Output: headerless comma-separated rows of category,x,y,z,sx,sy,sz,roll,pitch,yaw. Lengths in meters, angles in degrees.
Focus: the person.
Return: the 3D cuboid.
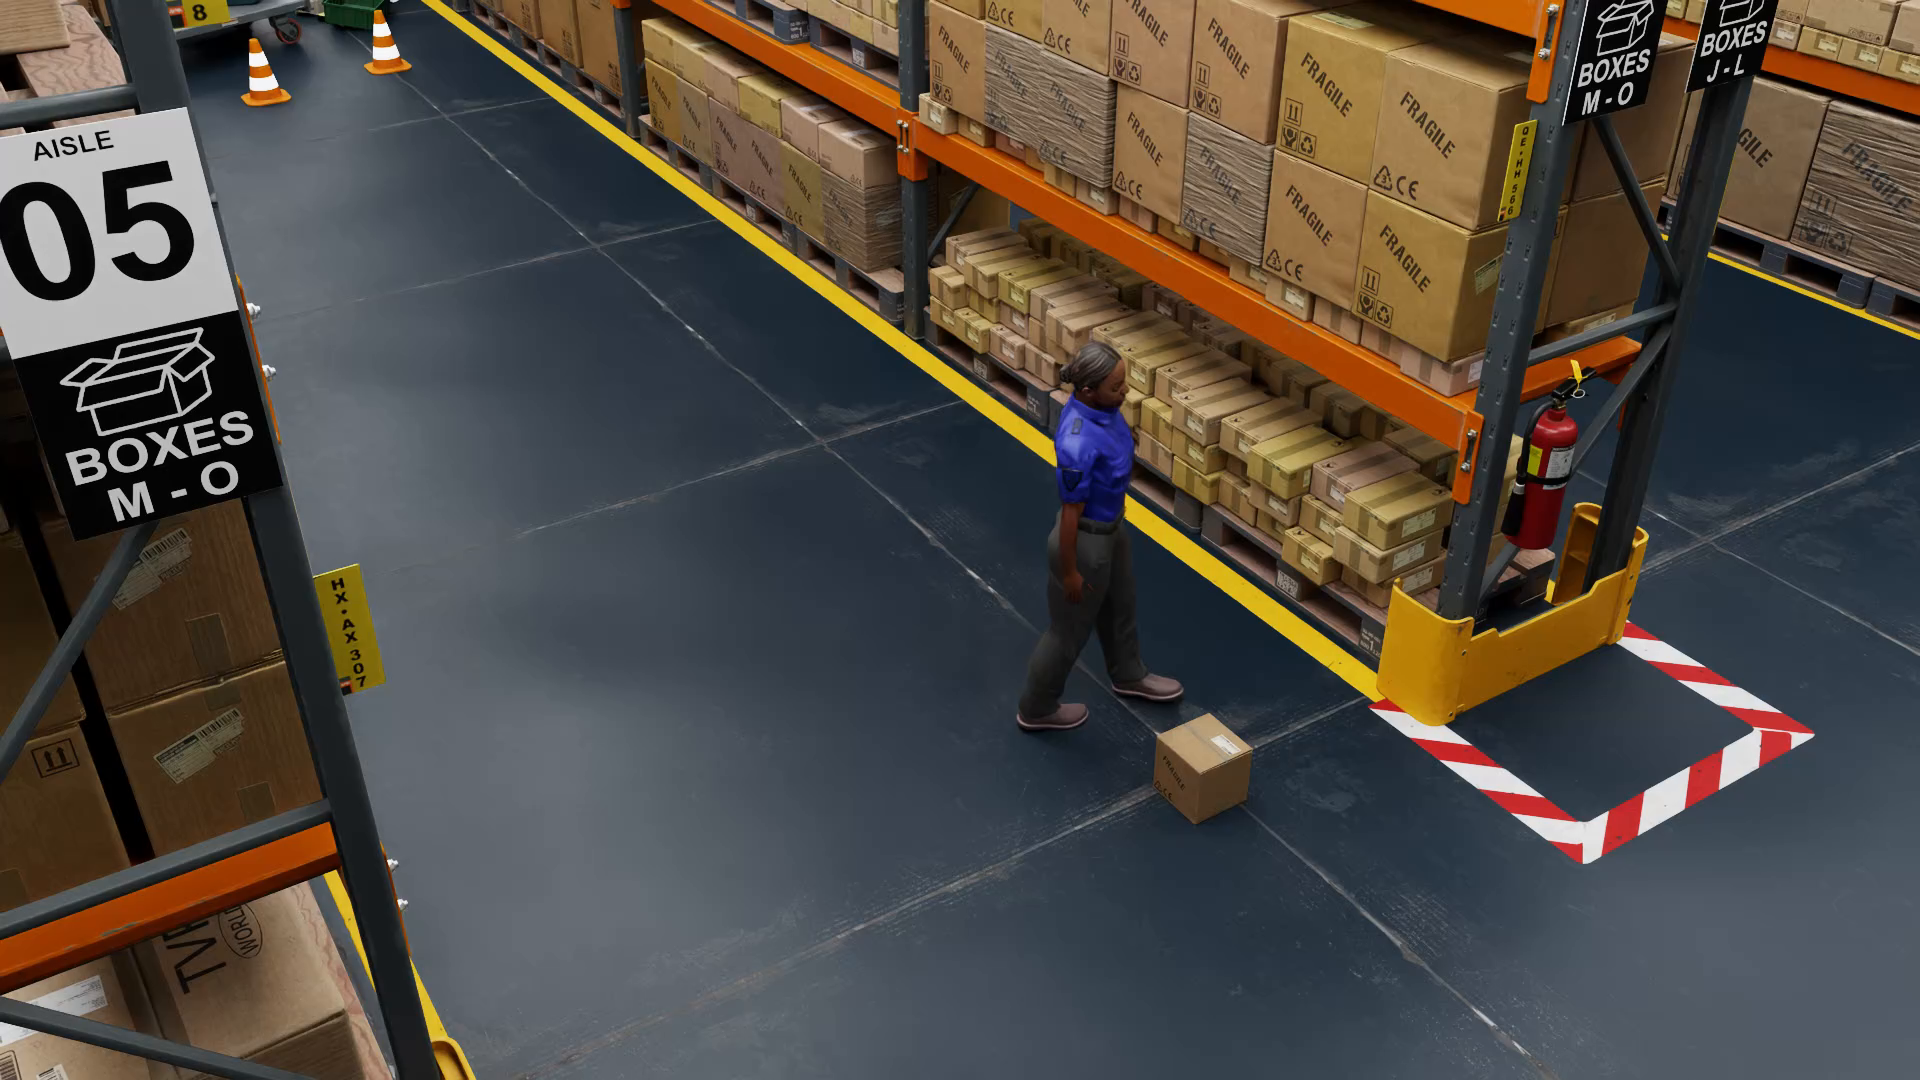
person,0.554,0.010,6.127,0.624,1.656,0.469,7,33,10
